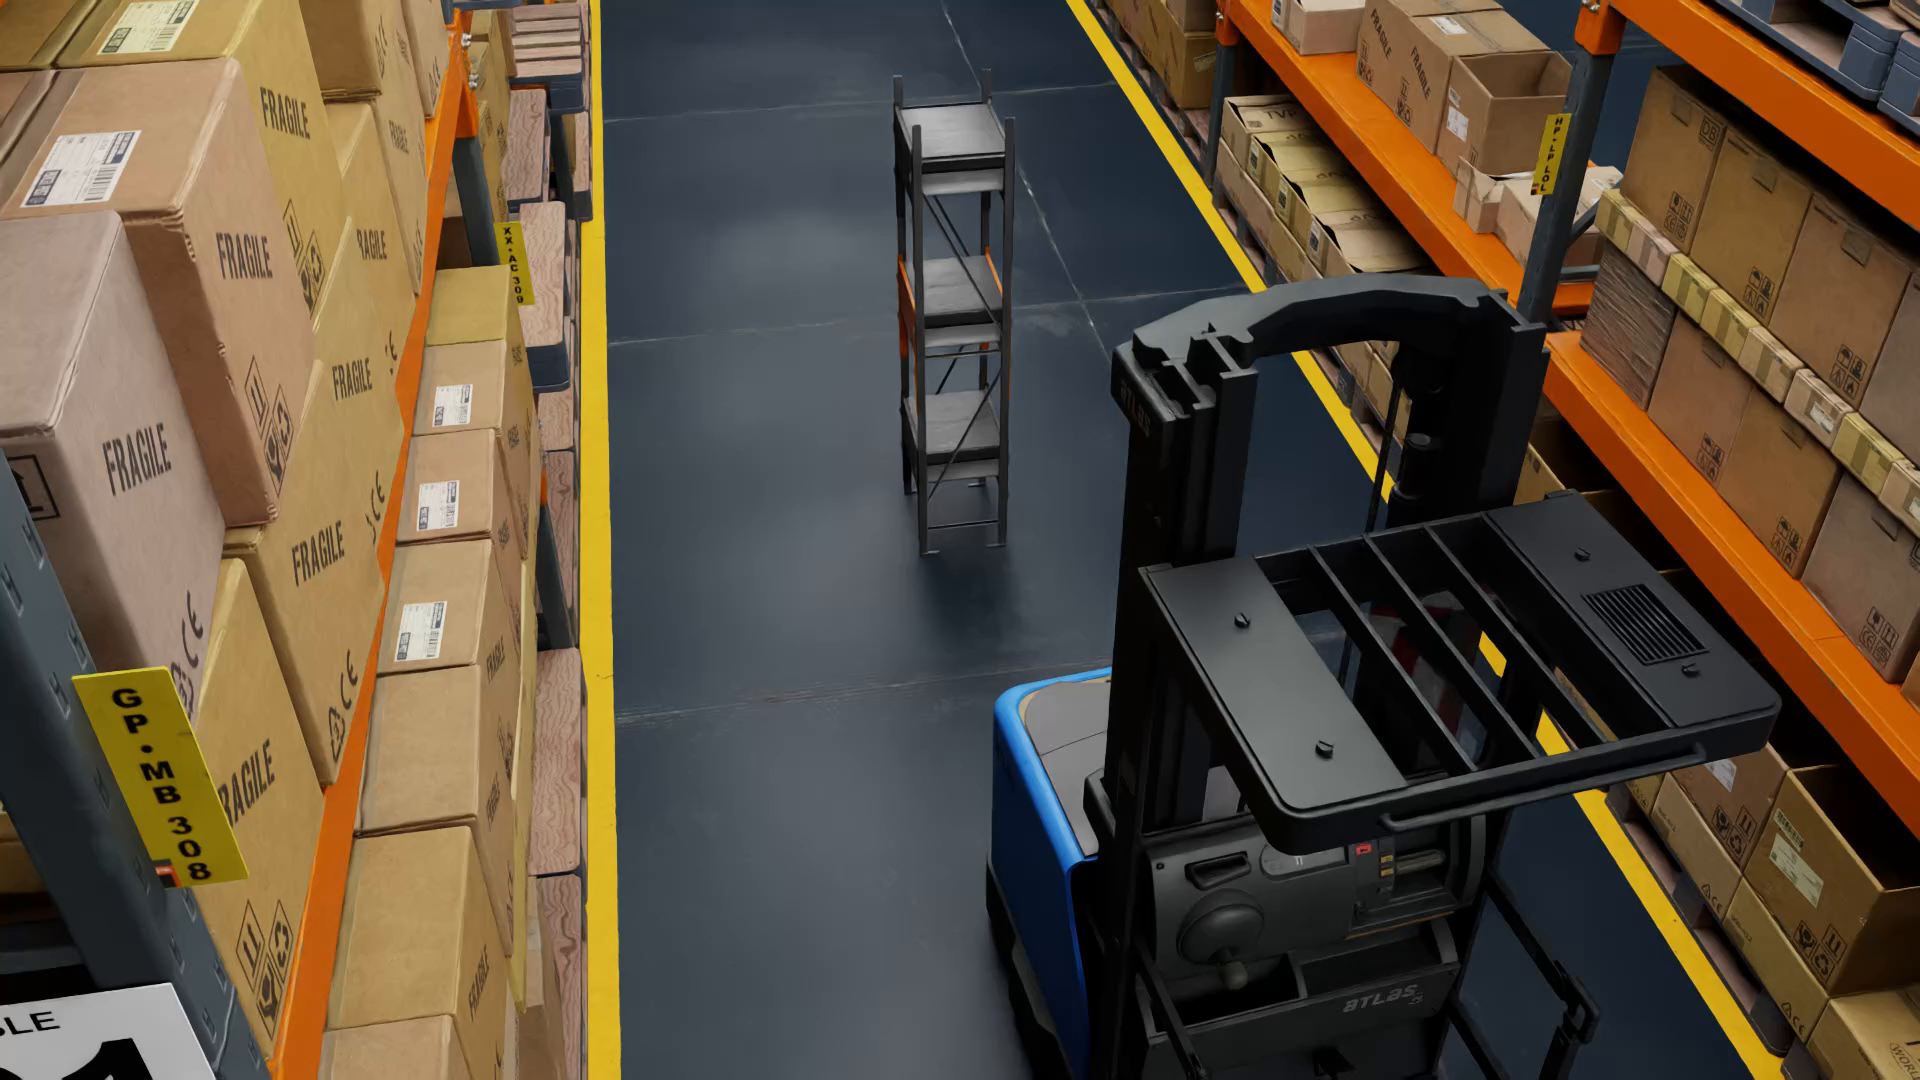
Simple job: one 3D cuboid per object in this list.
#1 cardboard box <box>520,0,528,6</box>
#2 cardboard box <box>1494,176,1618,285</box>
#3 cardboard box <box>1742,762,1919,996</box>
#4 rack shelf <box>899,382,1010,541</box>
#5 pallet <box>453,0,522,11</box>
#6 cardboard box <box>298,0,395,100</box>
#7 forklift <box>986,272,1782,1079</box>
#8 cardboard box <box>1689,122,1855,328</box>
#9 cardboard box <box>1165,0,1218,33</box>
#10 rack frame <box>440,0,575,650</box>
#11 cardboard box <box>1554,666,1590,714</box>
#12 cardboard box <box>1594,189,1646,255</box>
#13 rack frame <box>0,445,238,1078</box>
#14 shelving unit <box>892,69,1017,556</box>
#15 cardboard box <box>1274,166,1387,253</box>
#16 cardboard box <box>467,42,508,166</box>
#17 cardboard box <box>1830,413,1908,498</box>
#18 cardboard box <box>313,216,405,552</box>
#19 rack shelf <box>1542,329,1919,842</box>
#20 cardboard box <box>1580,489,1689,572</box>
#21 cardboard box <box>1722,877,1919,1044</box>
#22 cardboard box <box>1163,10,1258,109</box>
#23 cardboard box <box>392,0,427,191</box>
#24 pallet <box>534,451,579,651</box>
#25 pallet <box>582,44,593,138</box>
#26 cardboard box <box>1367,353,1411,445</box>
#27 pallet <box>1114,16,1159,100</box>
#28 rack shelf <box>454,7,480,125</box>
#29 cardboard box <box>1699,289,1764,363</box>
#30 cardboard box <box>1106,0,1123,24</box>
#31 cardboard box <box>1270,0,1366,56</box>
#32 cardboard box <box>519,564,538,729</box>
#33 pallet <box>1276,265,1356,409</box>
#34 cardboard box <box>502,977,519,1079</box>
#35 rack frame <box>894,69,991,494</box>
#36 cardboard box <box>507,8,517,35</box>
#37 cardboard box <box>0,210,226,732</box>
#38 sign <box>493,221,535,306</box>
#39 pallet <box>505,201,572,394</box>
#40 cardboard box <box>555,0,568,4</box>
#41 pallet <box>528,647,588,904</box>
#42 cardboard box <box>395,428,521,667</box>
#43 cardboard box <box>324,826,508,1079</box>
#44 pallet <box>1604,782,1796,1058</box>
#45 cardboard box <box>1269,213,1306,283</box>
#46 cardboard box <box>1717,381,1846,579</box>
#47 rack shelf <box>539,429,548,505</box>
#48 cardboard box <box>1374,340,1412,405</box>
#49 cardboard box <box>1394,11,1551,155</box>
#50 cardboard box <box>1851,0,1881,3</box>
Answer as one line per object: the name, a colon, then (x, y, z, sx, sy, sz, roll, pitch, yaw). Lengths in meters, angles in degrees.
cardboard box: (-2.633, -3.111, 9.499, 0.380, 0.149, 0.250, -7, 38, -9)
cardboard box: (2.645, -1.332, 7.141, 0.500, 0.250, 0.500, -4, 38, -5)
cardboard box: (2.899, 1.047, 5.244, 0.500, 0.500, 0.500, -6, 38, -8)
rack shelf: (-0.029, -0.366, 7.672, 0.431, 0.518, 0.480, -6, 38, -8)
pallet: (-2.105, -2.058, 5.662, 1.213, 0.211, 1.003, -6, 38, -8)
cardboard box: (-1.539, -1.272, 3.585, 0.500, 0.500, 0.500, -7, 38, -10)
forklift: (0.989, 0.960, 4.125, 1.130, 2.935, 3.031, -10, 39, -13)
cardboard box: (2.948, -1.077, 5.553, 0.700, 0.500, 0.500, -6, 38, -8)
cardboard box: (1.664, -3.570, 10.968, 0.500, 0.250, 0.500, -5, 38, -6)
rack frame: (-2.102, -0.563, 6.030, 1.000, 3.000, 0.127, -6, 38, -8)
cardboard box: (2.640, 0.437, 6.641, 0.500, 0.250, 0.500, -6, 38, -8)
cardboard box: (2.631, -1.211, 6.253, 0.380, 0.149, 0.250, -6, 38, -8)
rack frame: (-1.401, -0.516, 1.079, 1.000, 3.000, 0.127, -6, 38, -8)
shelving unit: (-0.029, -0.929, 7.235, 0.431, 2.100, 0.503, -6, 38, -8)
cardboard box: (2.063, -1.843, 9.119, 0.500, 0.311, 0.500, -7, 38, -9)
cardboard box: (-2.395, -1.820, 7.208, 0.700, 0.500, 0.500, -1, 38, -2)
cardboard box: (2.906, -0.275, 5.049, 0.380, 0.149, 0.250, -7, 38, -8)
cardboard box: (-1.367, -0.249, 3.083, 0.500, 0.500, 0.500, -5, 38, -6)
rack shelf: (3.125, 0.394, 5.384, 1.077, 0.370, 4.000, -6, 38, -8)
cardboard box: (2.643, 0.141, 6.412, 0.500, 0.500, 0.500, -6, 38, -8)
cardboard box: (2.902, 1.343, 5.475, 0.500, 0.250, 0.500, -6, 38, -8)
cardboard box: (1.678, -3.240, 11.155, 0.500, 0.500, 0.500, -5, 38, -6)
cardboard box: (-1.694, -1.210, 4.319, 0.500, 0.500, 0.500, -9, 39, -12)
pallet: (-2.240, 0.068, 7.490, 1.003, 0.211, 1.213, -6, 38, -8)
pallet: (-3.078, -3.098, 11.565, 1.003, 0.211, 1.213, -6, 38, -8)
cardboard box: (2.329, -0.703, 8.109, 0.500, 0.250, 0.500, -7, 38, -9)
pallet: (1.769, -3.603, 12.216, 1.003, 0.211, 1.213, -6, 38, -8)
rack shelf: (-2.453, -2.672, 6.885, 1.077, 0.370, 4.000, -6, 38, -8)
cardboard box: (2.769, -0.745, 5.654, 0.380, 0.149, 0.250, -7, 38, -8)
cardboard box: (1.401, -4.175, 12.358, 0.500, 0.500, 0.500, -6, 38, -7)
cardboard box: (2.039, -2.918, 9.134, 0.500, 0.311, 0.500, -7, 38, -8)
cardboard box: (-1.538, 0.346, 4.966, 0.500, 0.250, 0.500, -6, 38, -8)
pallet: (2.389, -1.176, 9.092, 1.003, 0.211, 1.213, -6, 38, -8)
cardboard box: (-1.279, 1.263, 3.785, 0.500, 0.250, 0.500, -7, 38, -9)
rack frame: (-0.072, -1.077, 7.424, 0.400, 2.100, 0.015, -6, 38, -8)
cardboard box: (-2.711, -2.909, 8.610, 0.700, 0.500, 0.500, -11, 39, -13)
cardboard box: (-1.229, -0.033, 1.989, 0.500, 0.500, 0.500, -9, 39, -11)
sign: (-1.569, -0.968, 5.845, 0.100, 0.325, 0.005, -6, 38, -8)
pallet: (-2.093, -0.965, 6.703, 1.003, 0.211, 1.213, -6, 38, -8)
cardboard box: (-2.950, -3.284, 10.942, 0.750, 0.750, 0.750, -6, 38, -8)
pallet: (-1.949, 0.940, 6.368, 1.003, 0.211, 1.213, -6, 38, -8)
cardboard box: (-1.544, 0.051, 4.735, 0.500, 0.500, 0.500, -7, 38, -9)
cardboard box: (-1.265, 0.988, 3.528, 0.500, 0.500, 0.500, -6, 38, -8)
pallet: (3.090, 1.226, 5.999, 1.003, 0.211, 1.213, -6, 38, -8)
cardboard box: (2.062, -1.629, 9.301, 0.500, 0.250, 0.500, -7, 38, -9)
cardboard box: (3.041, -0.249, 5.544, 0.700, 0.500, 0.500, -6, 38, -7)
rack shelf: (-1.751, 0.929, 4.696, 1.077, 0.370, 4.000, -6, 38, -8)
cardboard box: (2.324, -0.927, 7.940, 0.500, 0.311, 0.500, -5, 38, -7)
cardboard box: (2.476, -2.224, 8.086, 0.500, 0.500, 0.500, -6, 38, -8)
cardboard box: (2.698, -1.810, 4.806, 0.500, 0.311, 0.500, -8, 39, -10)
